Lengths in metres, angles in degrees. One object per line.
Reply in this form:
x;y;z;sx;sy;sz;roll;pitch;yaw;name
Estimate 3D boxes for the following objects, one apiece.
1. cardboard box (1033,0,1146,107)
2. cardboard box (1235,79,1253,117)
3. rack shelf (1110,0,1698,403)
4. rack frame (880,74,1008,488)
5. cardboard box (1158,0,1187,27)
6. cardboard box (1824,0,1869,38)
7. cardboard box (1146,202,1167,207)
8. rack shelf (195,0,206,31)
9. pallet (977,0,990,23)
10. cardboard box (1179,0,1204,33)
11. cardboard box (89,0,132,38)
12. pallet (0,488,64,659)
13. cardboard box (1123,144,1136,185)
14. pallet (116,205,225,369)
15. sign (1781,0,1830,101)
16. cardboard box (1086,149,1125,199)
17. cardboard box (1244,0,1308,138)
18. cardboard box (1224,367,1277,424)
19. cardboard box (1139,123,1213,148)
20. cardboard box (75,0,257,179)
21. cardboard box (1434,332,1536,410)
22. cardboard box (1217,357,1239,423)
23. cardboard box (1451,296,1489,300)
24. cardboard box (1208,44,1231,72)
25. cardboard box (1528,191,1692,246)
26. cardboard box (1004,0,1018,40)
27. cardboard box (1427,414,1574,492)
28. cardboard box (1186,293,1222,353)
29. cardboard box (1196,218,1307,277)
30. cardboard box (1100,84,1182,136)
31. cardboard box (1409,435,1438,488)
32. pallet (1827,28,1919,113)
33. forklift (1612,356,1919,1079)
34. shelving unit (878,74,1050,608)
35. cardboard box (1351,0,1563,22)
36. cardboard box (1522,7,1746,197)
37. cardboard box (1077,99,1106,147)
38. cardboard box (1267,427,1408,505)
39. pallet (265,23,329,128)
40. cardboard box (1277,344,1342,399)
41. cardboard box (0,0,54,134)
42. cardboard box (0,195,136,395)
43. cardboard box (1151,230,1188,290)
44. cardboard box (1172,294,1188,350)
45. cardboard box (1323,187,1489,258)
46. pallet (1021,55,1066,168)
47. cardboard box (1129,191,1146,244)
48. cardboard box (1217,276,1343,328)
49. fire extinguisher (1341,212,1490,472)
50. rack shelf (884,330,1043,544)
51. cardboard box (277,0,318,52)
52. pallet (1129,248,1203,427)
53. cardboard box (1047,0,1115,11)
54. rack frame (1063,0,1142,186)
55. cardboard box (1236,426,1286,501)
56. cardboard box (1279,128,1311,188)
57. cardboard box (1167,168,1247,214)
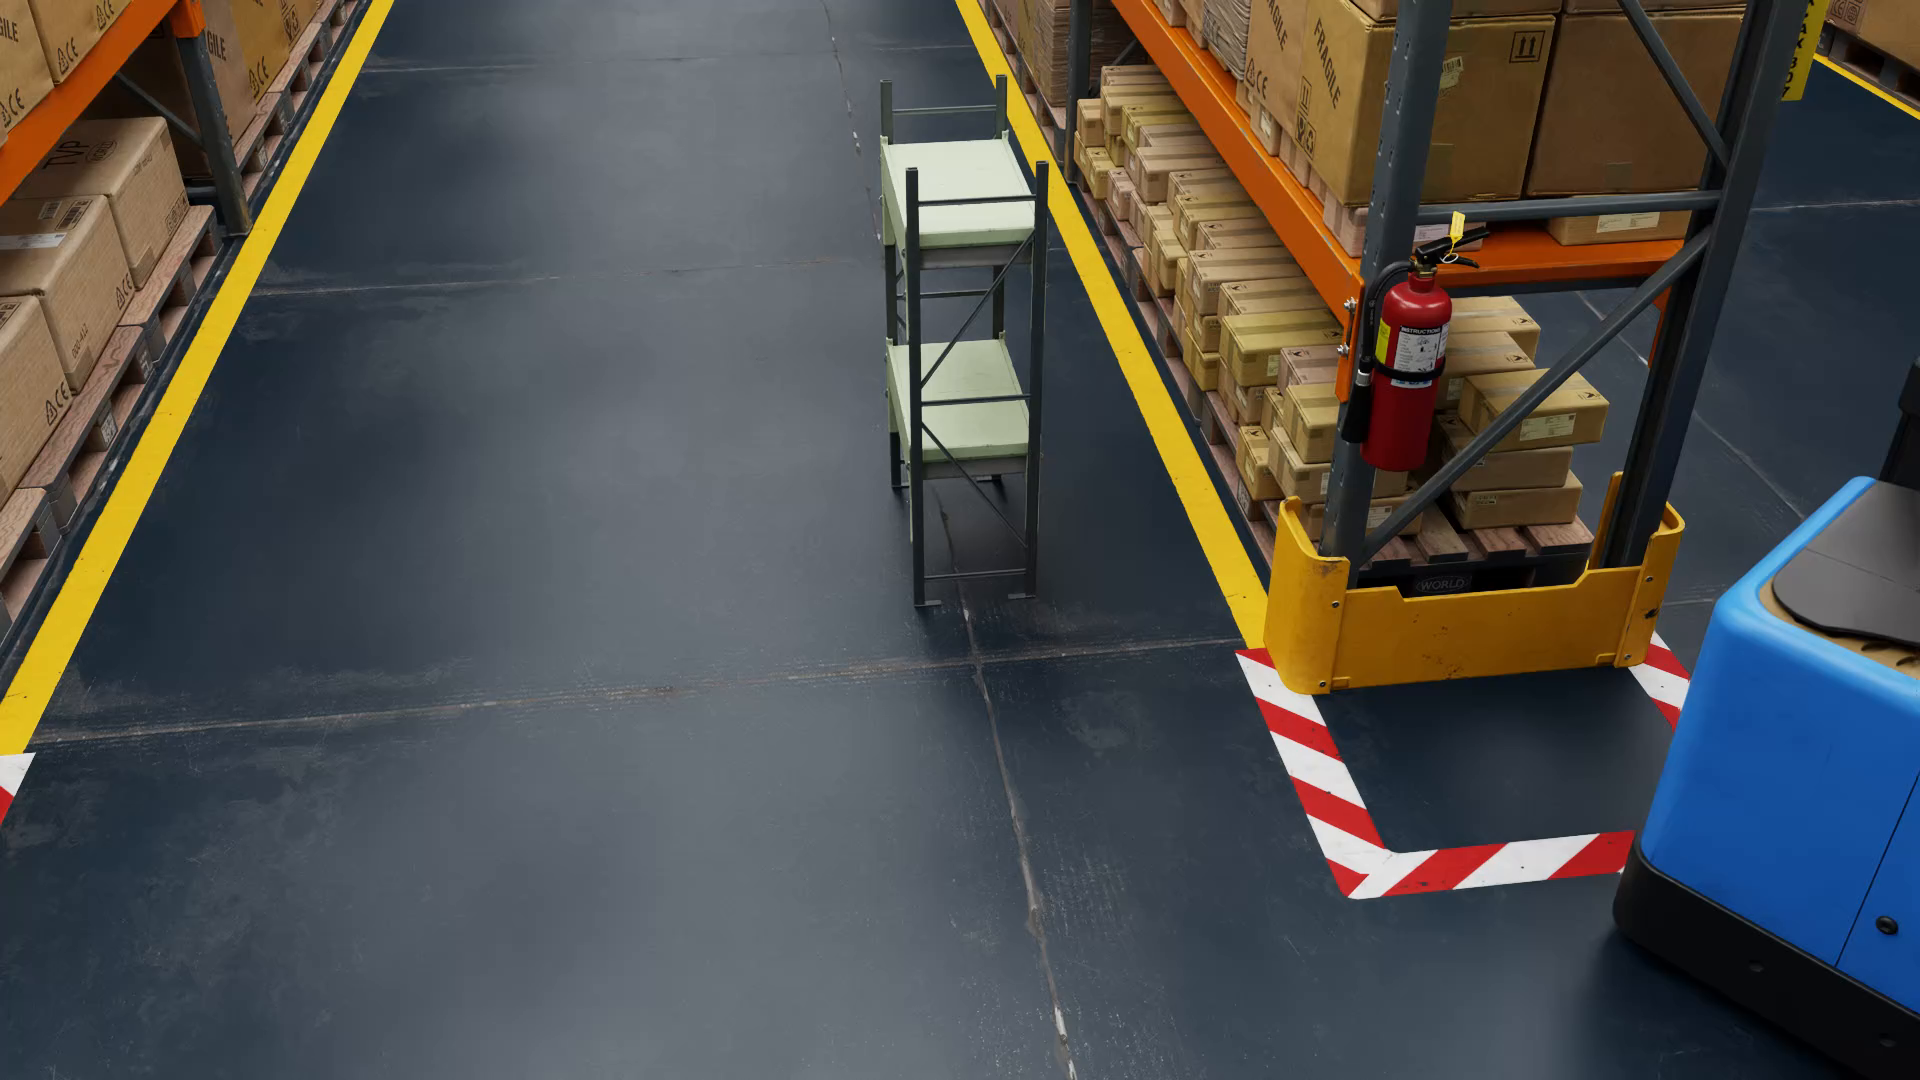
0.681;-2.628;8.789;0.500;0.500;0.500;-5;35;-7;cardboard box
1.135;-1.488;5.493;0.380;0.149;0.250;-6;35;-8;cardboard box
1.299;-1.680;6.190;1.077;0.370;4.000;-4;35;-6;rack shelf
-0.050;-0.828;5.633;0.400;1.500;0.023;-4;35;-6;rack frame
0.969;-2.075;6.354;0.380;0.149;0.250;-3;34;-4;cardboard box
5.731;-3.562;9.827;1.225;0.875;0.875;-6;35;-8;cardboard box
1.000;-1.411;7.051;0.380;0.149;0.250;-3;34;-4;cardboard box
-4.131;-3.480;8.832;1.077;0.370;4.000;-4;35;-6;rack shelf
0.596;-3.737;11.046;1.003;0.211;1.213;-4;35;-6;pallet
1.054;-2.105;5.823;0.500;0.500;0.500;-3;34;-4;cardboard box
-3.471;-2.177;6.192;0.500;0.500;0.500;-5;35;-8;cardboard box
-3.509;0.283;5.148;1.003;0.211;1.213;-4;35;-6;pallet
0.953;-1.717;7.501;0.380;0.149;0.250;-5;35;-7;cardboard box
-3.837;-1.079;7.146;1.003;0.211;1.213;-4;35;-6;pallet
2.106;-1.260;4.166;0.100;0.325;0.005;-4;35;-6;sign
0.796;-1.712;7.758;0.380;0.149;0.250;-3;34;-5;cardboard box
1.188;-1.544;4.999;0.500;0.500;0.500;-5;35;-7;cardboard box
1.142;-0.542;5.776;0.380;0.149;0.250;-6;35;-8;cardboard box
0.990;-1.687;7.192;0.380;0.149;0.250;-5;35;-8;cardboard box
-4.024;-2.297;7.971;0.875;0.875;0.875;-3;34;-5;cardboard box
1.678;-0.565;5.546;0.380;0.149;0.250;-4;34;-6;cardboard box
1.159;-0.561;6.068;0.380;0.149;0.250;-4;34;-6;cardboard box
1.655;-0.847;5.960;0.380;0.149;0.250;-6;35;-9;cardboard box
1.106;-1.790;5.936;0.380;0.149;0.250;-4;34;-6;cardboard box
1.849;-0.963;4.722;0.380;0.149;0.250;-5;35;-7;cardboard box
0.547;-3.200;9.629;0.500;0.500;0.500;-5;35;-7;cardboard box
1.752;-0.291;5.408;0.380;0.149;0.250;-3;34;-4;cardboard box
1.060;-0.830;6.199;0.380;0.149;0.250;-4;34;-6;cardboard box
1.119;-1.108;6.343;0.380;0.149;0.250;-5;35;-8;cardboard box
0.849;-1.968;7.605;0.380;0.149;0.250;-3;34;-4;cardboard box
1.698;-0.313;5.704;0.380;0.149;0.250;-5;35;-7;cardboard box
5.780;-2.685;9.502;1.003;0.211;1.213;-4;35;-6;pallet
3.066;-0.570;3.983;3.031;2.935;1.130;-29;43;-35;forklift
-0.001;-0.623;5.333;0.431;1.500;0.755;-4;35;-6;shelving unit
1.260;-1.675;4.303;0.500;0.500;0.500;-5;35;-7;cardboard box
1.781;-1.297;4.636;0.500;0.500;0.500;-3;34;-4;cardboard box
0.762;-1.985;7.893;0.380;0.149;0.250;-3;34;-4;cardboard box
1.214;-0.252;5.351;0.380;0.149;0.250;-5;35;-8;cardboard box
-4.207;-2.617;9.402;1.003;0.211;1.213;-4;35;-6;pallet
1.269;-0.523;5.484;0.380;0.149;0.250;-4;34;-5;cardboard box
-3.334;-1.604;5.351;0.500;0.500;0.500;-3;34;-5;cardboard box
-3.762;-0.918;6.336;0.875;0.438;0.875;-5;35;-8;cardboard box
0.979;-1.126;6.633;0.380;0.149;0.250;-4;34;-6;cardboard box
1.046;-0.852;6.496;0.380;0.149;0.250;-4;34;-5;cardboard box
1.244;-0.918;4.656;0.380;0.149;0.250;-4;35;-6;cardboard box
0.924;-2.375;9.048;1.003;0.211;1.213;-4;35;-6;pallet
0.965;-1.440;7.358;0.380;0.149;0.250;-5;35;-7;cardboard box
1.136;-0.807;5.901;0.380;0.149;0.250;-6;35;-8;cardboard box
1.144;-0.499;4.219;0.296;0.674;0.183;-4;35;-6;fire extinguisher
-0.001;-0.354;5.517;0.431;0.370;0.720;-4;35;-6;rack shelf
-4.273;-3.300;9.442;0.875;0.875;0.875;-4;34;-6;cardboard box
1.323;-0.886;6.863;1.003;0.211;1.213;-4;35;-6;pallet
0.679;-2.940;8.581;0.500;0.250;0.500;-5;35;-8;cardboard box
1.030;-3.093;7.625;1.000;3.000;0.127;-4;35;-6;rack frame
1.155;-0.270;5.641;0.380;0.149;0.250;-3;34;-5;cardboard box
1.199;-1.198;5.067;0.380;0.149;0.250;-5;35;-7;cardboard box
1.062;-1.393;6.761;0.380;0.149;0.250;-6;35;-8;cardboard box
